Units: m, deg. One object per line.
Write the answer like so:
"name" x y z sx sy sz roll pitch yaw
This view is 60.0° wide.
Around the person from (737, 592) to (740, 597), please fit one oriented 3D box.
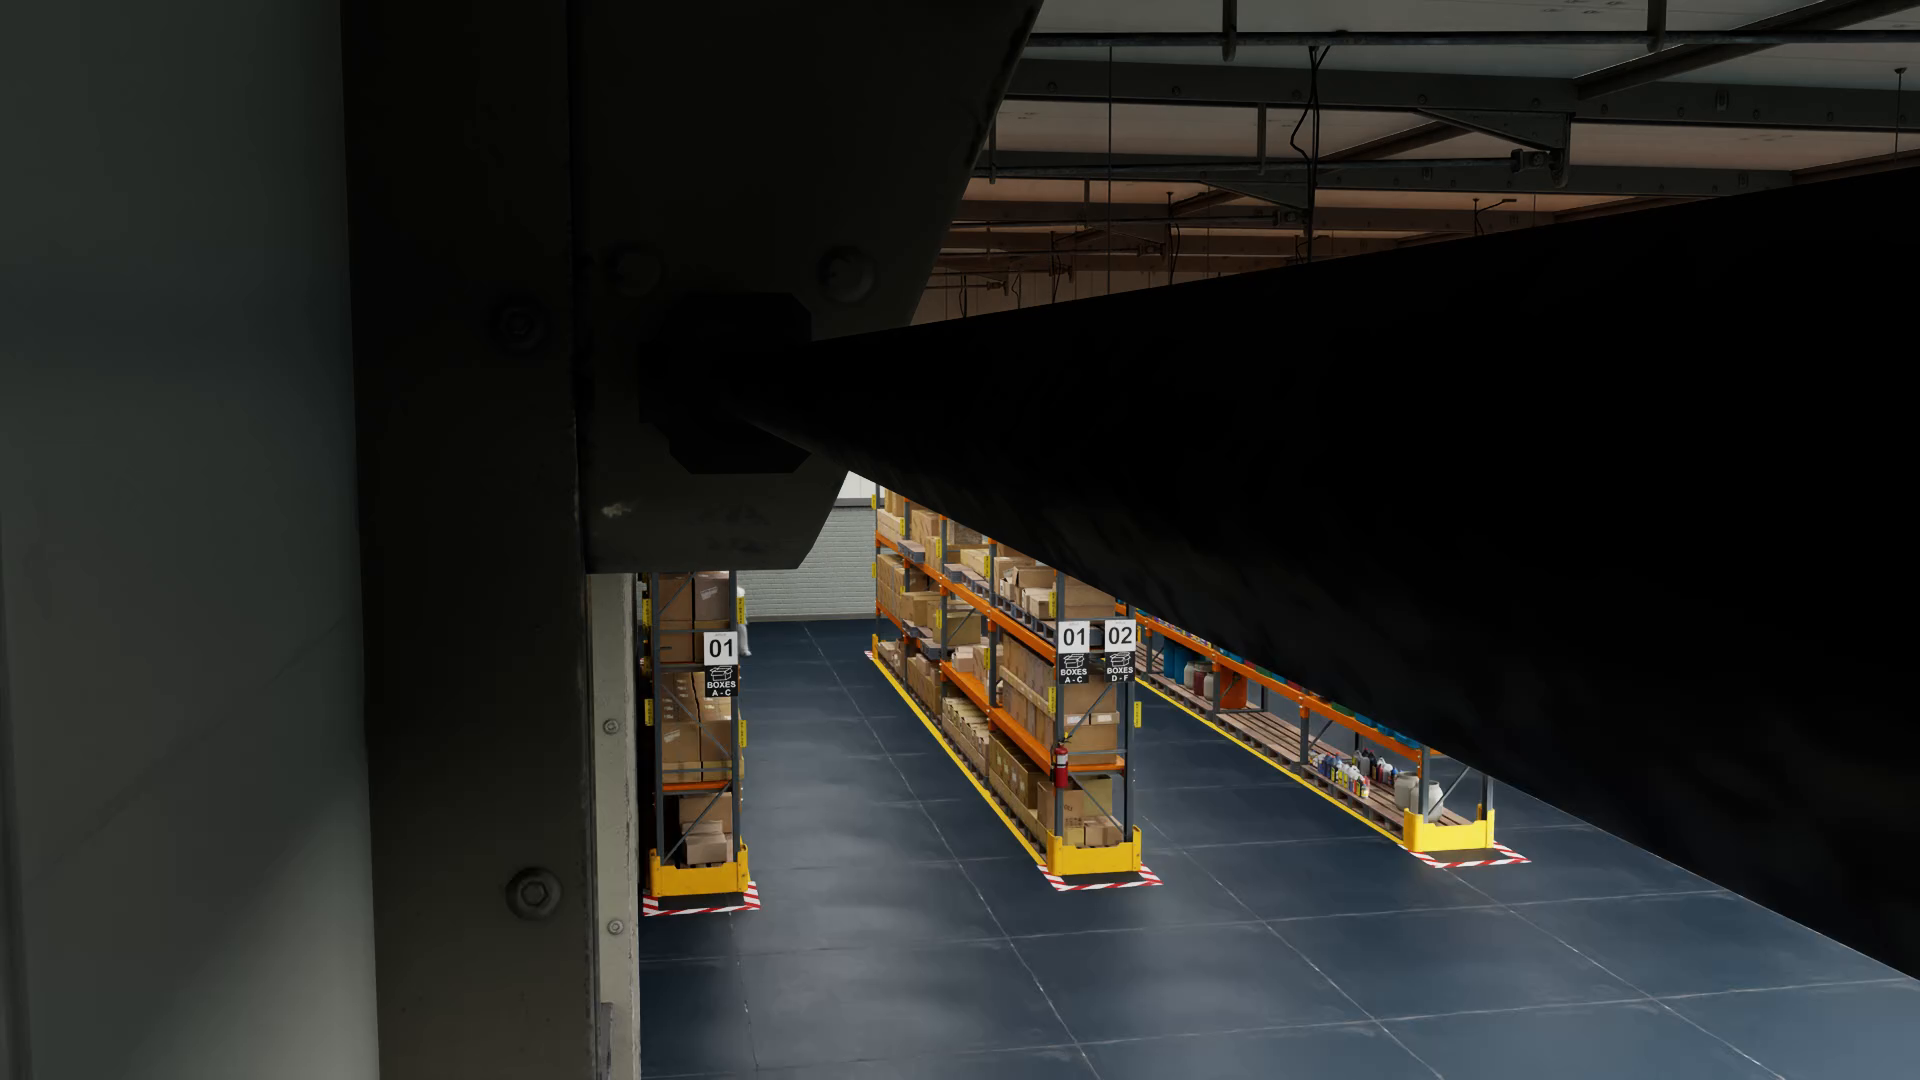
"person" -4.893 1.218 36.669 0.080 0.136 0.100 -3 7 -26
